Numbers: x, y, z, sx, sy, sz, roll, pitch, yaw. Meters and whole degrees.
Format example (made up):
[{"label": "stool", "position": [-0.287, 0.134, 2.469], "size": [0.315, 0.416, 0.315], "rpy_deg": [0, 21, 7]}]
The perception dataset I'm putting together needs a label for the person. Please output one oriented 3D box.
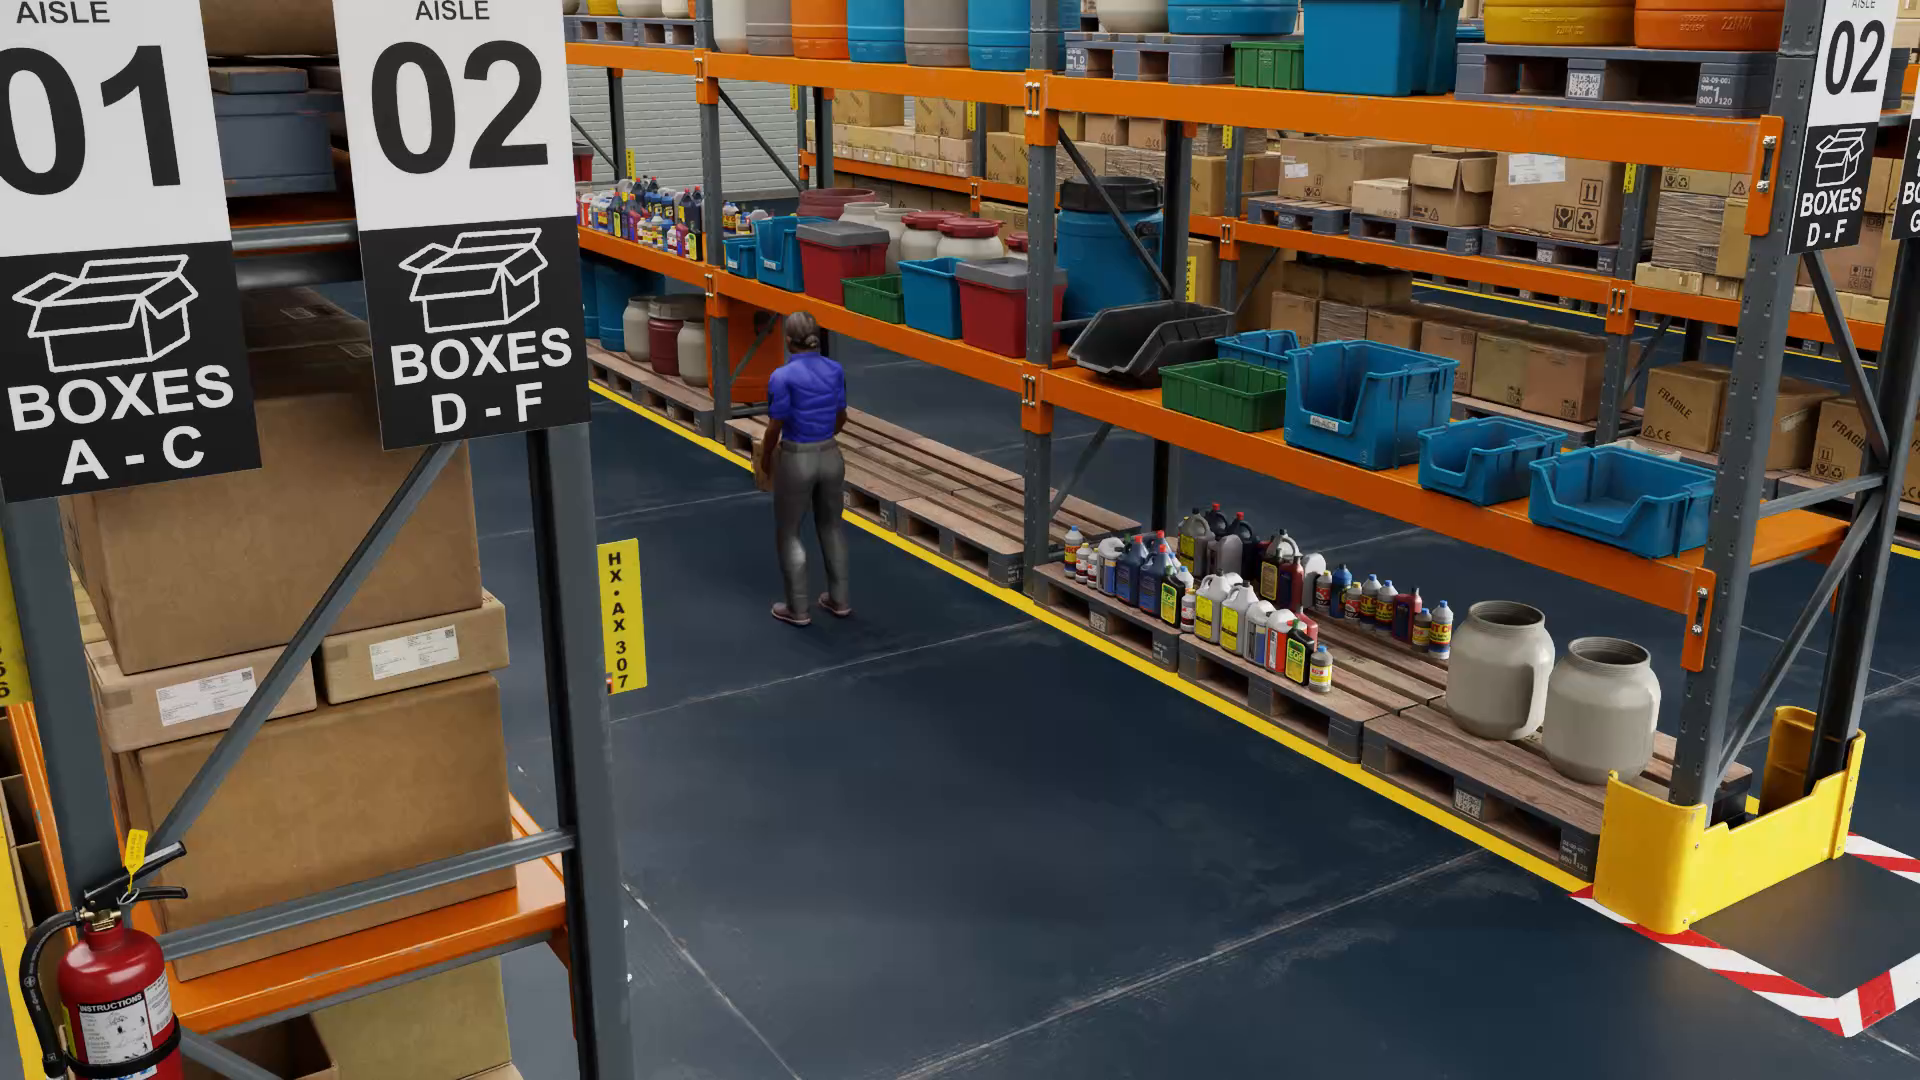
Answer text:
[{"label": "person", "position": [-0.821, -0.386, 8.727], "size": [0.478, 1.663, 0.405], "rpy_deg": [-12, 22, -32]}]
